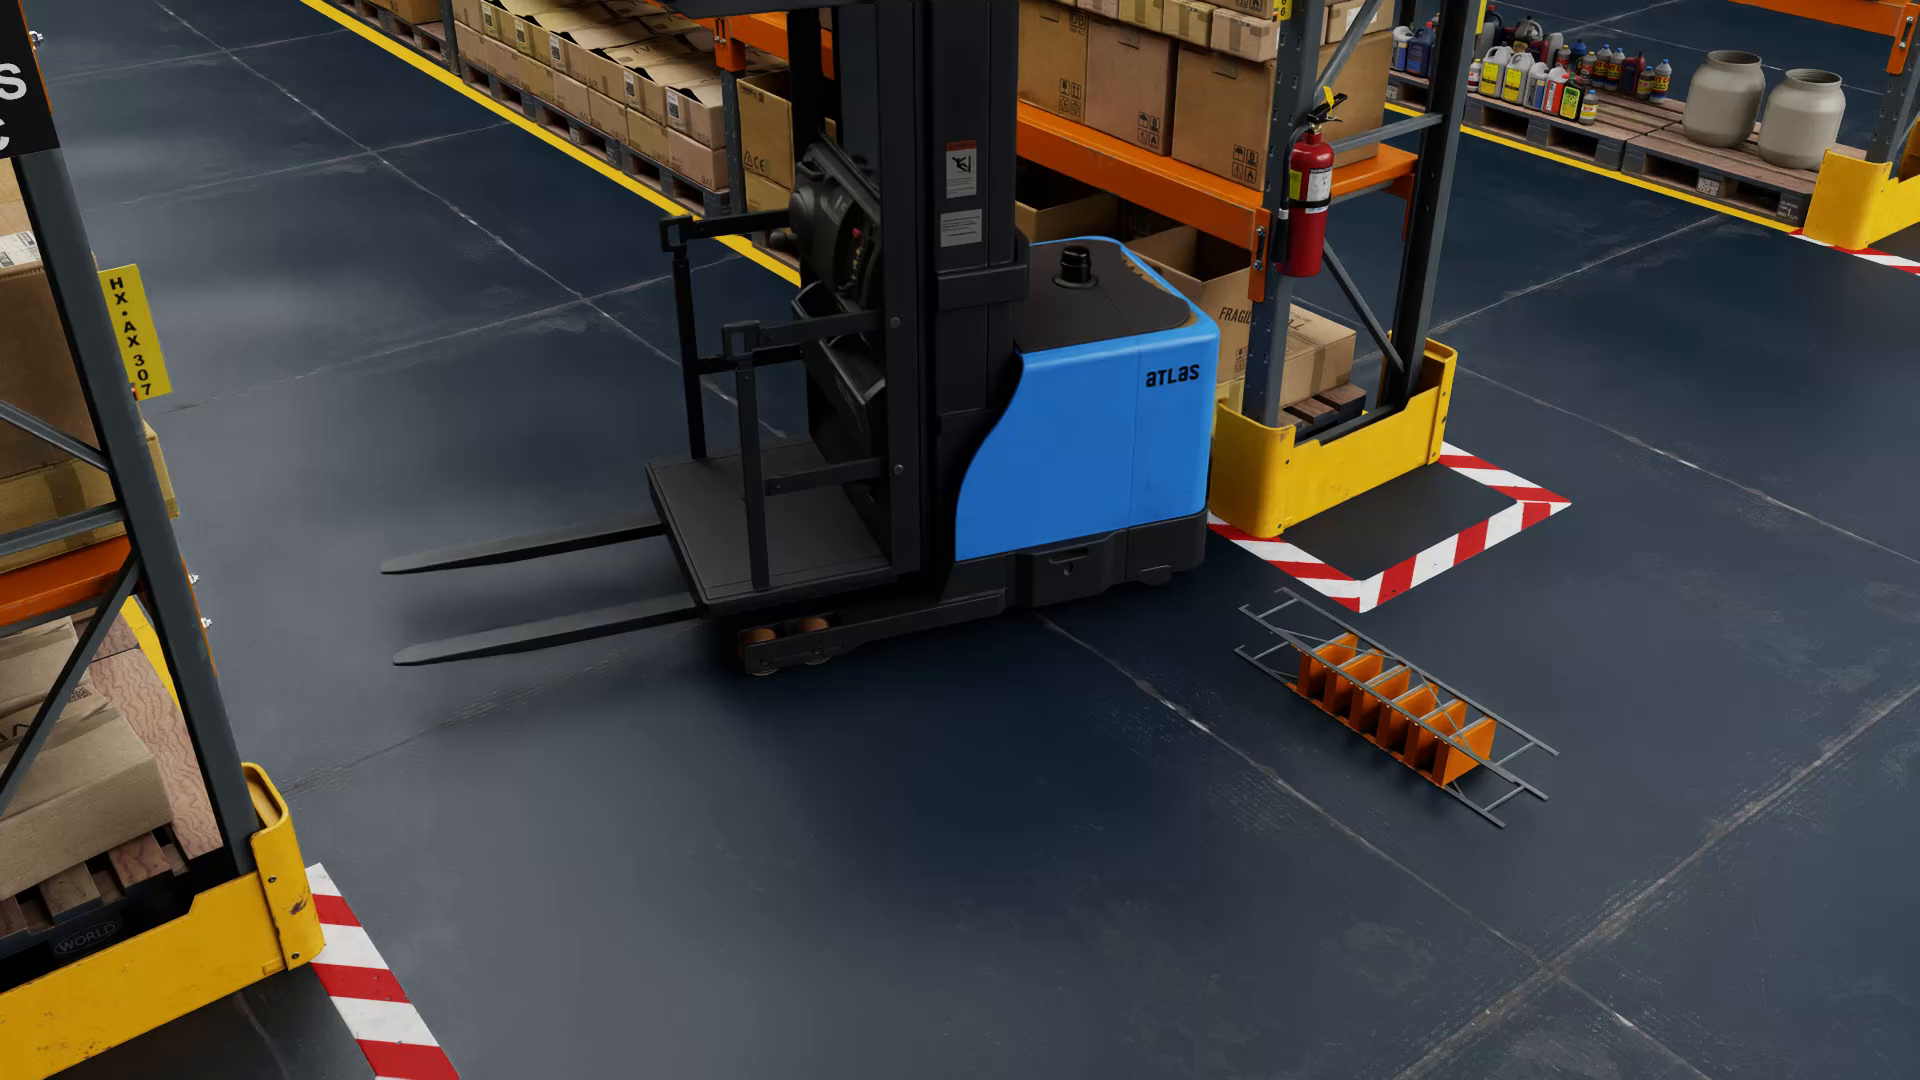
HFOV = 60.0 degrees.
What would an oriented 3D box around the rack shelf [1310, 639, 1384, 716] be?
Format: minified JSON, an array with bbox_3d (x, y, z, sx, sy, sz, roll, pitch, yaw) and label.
[{"bbox_3d":[1.357,0.473,5.805,0.258,0.180,0.103,-22,38,-31],"label":"rack shelf"}]

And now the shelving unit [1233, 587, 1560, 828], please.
[{"bbox_3d":[1.455,0.543,5.693,0.258,0.189,1.200,-22,38,-31],"label":"shelving unit"}]

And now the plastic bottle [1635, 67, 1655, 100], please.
[{"bbox_3d":[4.550,-3.035,11.029,0.097,0.201,0.097,0,32,0],"label":"plastic bottle"}]

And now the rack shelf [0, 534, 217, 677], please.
[{"bbox_3d":[-3.573,-0.460,5.330,1.077,0.370,4.000,-22,38,-31],"label":"rack shelf"}]

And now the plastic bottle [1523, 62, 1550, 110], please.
[{"bbox_3d":[3.789,-2.963,10.842,0.152,0.276,0.135,-23,39,-33],"label":"plastic bottle"}]

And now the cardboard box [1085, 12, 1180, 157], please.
[{"bbox_3d":[0.962,-1.995,7.024,0.700,0.500,0.500,-21,38,-30],"label":"cardboard box"}]

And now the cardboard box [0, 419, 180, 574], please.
[{"bbox_3d":[-2.395,-0.183,4.325,0.500,0.250,0.500,-24,39,-33],"label":"cardboard box"}]

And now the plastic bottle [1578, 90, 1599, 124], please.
[{"bbox_3d":[4.007,-2.759,10.585,0.097,0.201,0.097,0,32,0],"label":"plastic bottle"}]

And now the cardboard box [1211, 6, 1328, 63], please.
[{"bbox_3d":[1.180,-1.952,6.340,0.380,0.149,0.250,-23,39,-32],"label":"cardboard box"}]

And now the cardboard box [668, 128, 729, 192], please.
[{"bbox_3d":[-1.372,-2.293,9.807,0.500,0.250,0.500,-23,38,-32],"label":"cardboard box"}]

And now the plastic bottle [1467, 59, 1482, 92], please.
[{"bbox_3d":[3.465,-3.128,11.178,0.097,0.201,0.097,0,32,0],"label":"plastic bottle"}]

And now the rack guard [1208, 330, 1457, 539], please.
[{"bbox_3d":[1.579,-0.465,7.024,1.175,0.500,0.348,-22,38,-31],"label":"rack guard"}]

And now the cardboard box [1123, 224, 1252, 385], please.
[{"bbox_3d":[1.000,-0.993,7.002,0.500,0.500,0.500,-22,38,-31],"label":"cardboard box"}]

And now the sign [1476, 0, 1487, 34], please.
[{"bbox_3d":[2.006,-2.115,6.417,0.100,0.325,0.005,-22,38,-31],"label":"sign"}]

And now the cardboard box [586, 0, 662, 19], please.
[{"bbox_3d":[-2.194,-3.555,11.307,0.500,0.311,0.500,-23,38,-32],"label":"cardboard box"}]

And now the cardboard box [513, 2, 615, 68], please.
[{"bbox_3d":[-2.612,-3.376,11.020,0.500,0.311,0.500,-23,39,-33],"label":"cardboard box"}]

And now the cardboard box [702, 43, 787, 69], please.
[{"bbox_3d":[-1.248,-2.915,10.277,0.500,0.311,0.500,-23,38,-32],"label":"cardboard box"}]

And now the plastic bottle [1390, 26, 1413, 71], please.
[{"bbox_3d":[3.096,-3.434,11.600,0.152,0.276,0.135,-21,37,-30],"label":"plastic bottle"}]

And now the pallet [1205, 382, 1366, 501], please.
[{"bbox_3d":[1.062,-0.657,7.608,1.003,0.211,1.213,-22,38,-31],"label":"pallet"}]

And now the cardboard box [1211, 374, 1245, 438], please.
[{"bbox_3d":[1.002,-0.675,7.201,0.500,0.250,0.500,-22,38,-31],"label":"cardboard box"}]

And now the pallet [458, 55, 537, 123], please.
[{"bbox_3d":[-2.867,-3.330,11.912,1.003,0.211,1.213,-22,38,-31],"label":"pallet"}]

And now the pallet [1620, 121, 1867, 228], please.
[{"bbox_3d":[4.902,-2.310,10.269,1.003,0.211,1.213,-22,38,-31],"label":"pallet"}]

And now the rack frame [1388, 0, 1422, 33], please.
[{"bbox_3d":[3.027,-4.805,11.643,1.000,3.000,0.127,-22,38,-31],"label":"rack frame"}]

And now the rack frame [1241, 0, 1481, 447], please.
[{"bbox_3d":[1.564,-1.536,6.381,1.000,3.000,0.127,-22,38,-31],"label":"rack frame"}]

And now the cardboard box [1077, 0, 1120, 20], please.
[{"bbox_3d":[0.708,-2.273,6.857,0.380,0.149,0.250,-22,38,-31],"label":"cardboard box"}]

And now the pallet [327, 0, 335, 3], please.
[{"bbox_3d":[-5.266,-5.026,14.643,1.003,0.211,1.213,-22,38,-31],"label":"pallet"}]

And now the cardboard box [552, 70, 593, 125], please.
[{"bbox_3d":[-2.306,-2.930,10.832,0.500,0.250,0.500,-21,38,-30],"label":"cardboard box"}]

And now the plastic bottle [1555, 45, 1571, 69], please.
[{"bbox_3d":[4.155,-3.304,11.461,0.097,0.201,0.097,0,32,0],"label":"plastic bottle"}]

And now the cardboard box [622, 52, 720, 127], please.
[{"bbox_3d":[-1.687,-2.743,10.000,0.500,0.311,0.500,-21,38,-30],"label":"cardboard box"}]

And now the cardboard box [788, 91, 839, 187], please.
[{"bbox_3d":[-0.539,-2.032,8.676,0.500,0.500,0.500,-22,38,-31],"label":"cardboard box"}]

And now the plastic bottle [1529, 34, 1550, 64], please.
[{"bbox_3d":[3.978,-3.344,11.449,0.061,0.283,0.133,-22,38,-31],"label":"plastic bottle"}]

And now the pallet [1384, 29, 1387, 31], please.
[{"bbox_3d":[2.514,-3.935,12.885,1.003,0.211,1.213,-22,38,-31],"label":"pallet"}]

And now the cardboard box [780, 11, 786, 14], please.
[{"bbox_3d":[-0.611,-3.063,8.744,0.700,0.500,0.500,-23,39,-33],"label":"cardboard box"}]

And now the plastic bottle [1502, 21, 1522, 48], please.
[{"bbox_3d":[3.900,-3.528,11.745,0.061,0.283,0.133,-20,37,-28],"label":"plastic bottle"}]

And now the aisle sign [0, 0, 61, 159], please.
[{"bbox_3d":[-2.065,-1.104,3.220,0.394,0.787,0.004,-22,38,-31],"label":"aisle sign"}]

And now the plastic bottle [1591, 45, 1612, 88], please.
[{"bbox_3d":[4.342,-3.206,11.238,0.097,0.271,0.097,0,32,0],"label":"plastic bottle"}]

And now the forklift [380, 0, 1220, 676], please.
[{"bbox_3d":[-0.618,-1.073,5.700,3.031,2.935,1.130,-11,33,-17],"label":"forklift"}]

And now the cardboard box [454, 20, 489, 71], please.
[{"bbox_3d":[-3.252,-3.568,11.859,0.500,0.250,0.500,-22,38,-32],"label":"cardboard box"}]

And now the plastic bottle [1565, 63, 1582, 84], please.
[{"bbox_3d":[3.958,-2.943,10.802,0.061,0.283,0.133,-22,38,-31],"label":"plastic bottle"}]

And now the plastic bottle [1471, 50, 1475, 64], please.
[{"bbox_3d":[3.429,-3.234,11.283,0.097,0.271,0.097,0,32,0],"label":"plastic bottle"}]

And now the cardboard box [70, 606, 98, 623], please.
[{"bbox_3d":[-3.460,0.066,5.753,0.700,0.500,0.500,-25,40,-34],"label":"cardboard box"}]

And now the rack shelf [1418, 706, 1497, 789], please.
[{"bbox_3d":[1.644,0.676,5.478,0.258,0.180,0.103,-22,38,-31],"label":"rack shelf"}]
